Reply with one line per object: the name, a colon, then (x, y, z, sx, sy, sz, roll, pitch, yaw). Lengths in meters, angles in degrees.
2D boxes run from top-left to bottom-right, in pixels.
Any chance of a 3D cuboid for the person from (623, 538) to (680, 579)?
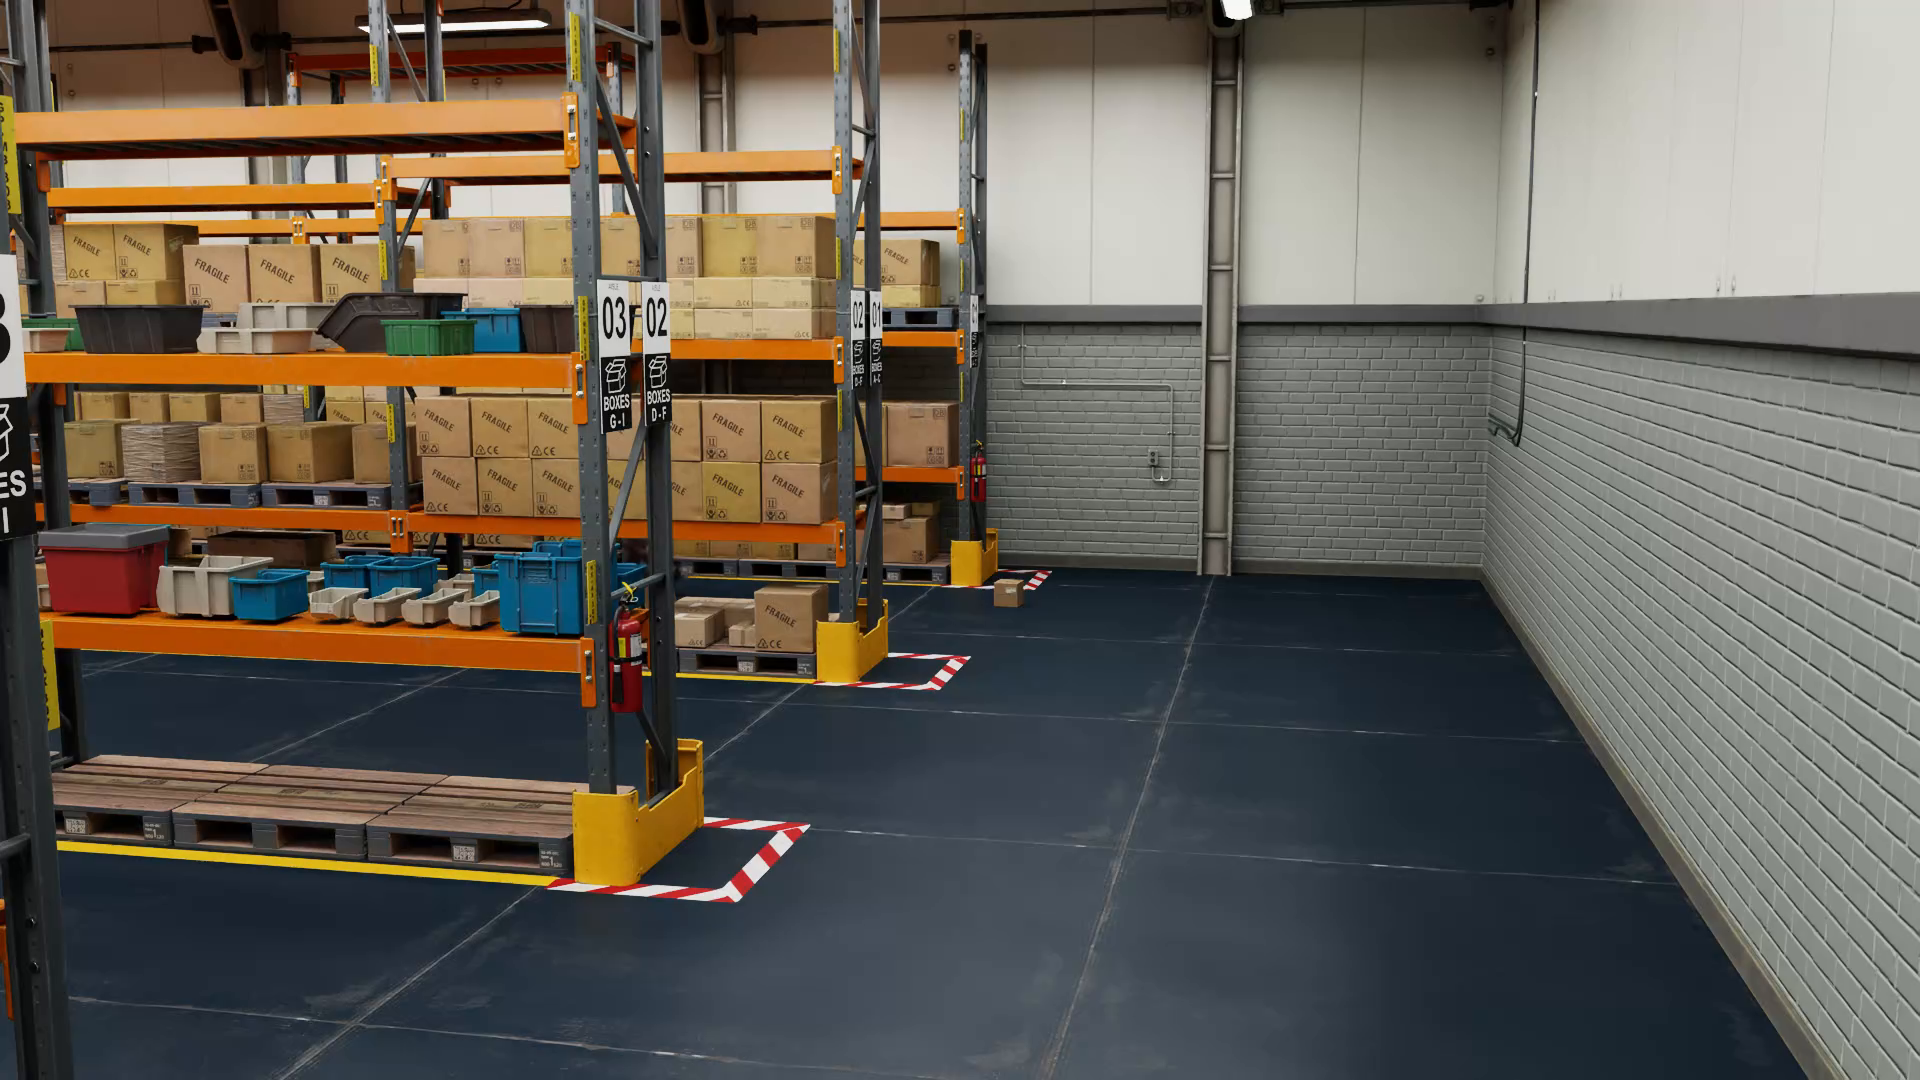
person: (-3.421, -0.280, 17.922, 0.923, 1.691, 0.551, 3, 8, 18)
